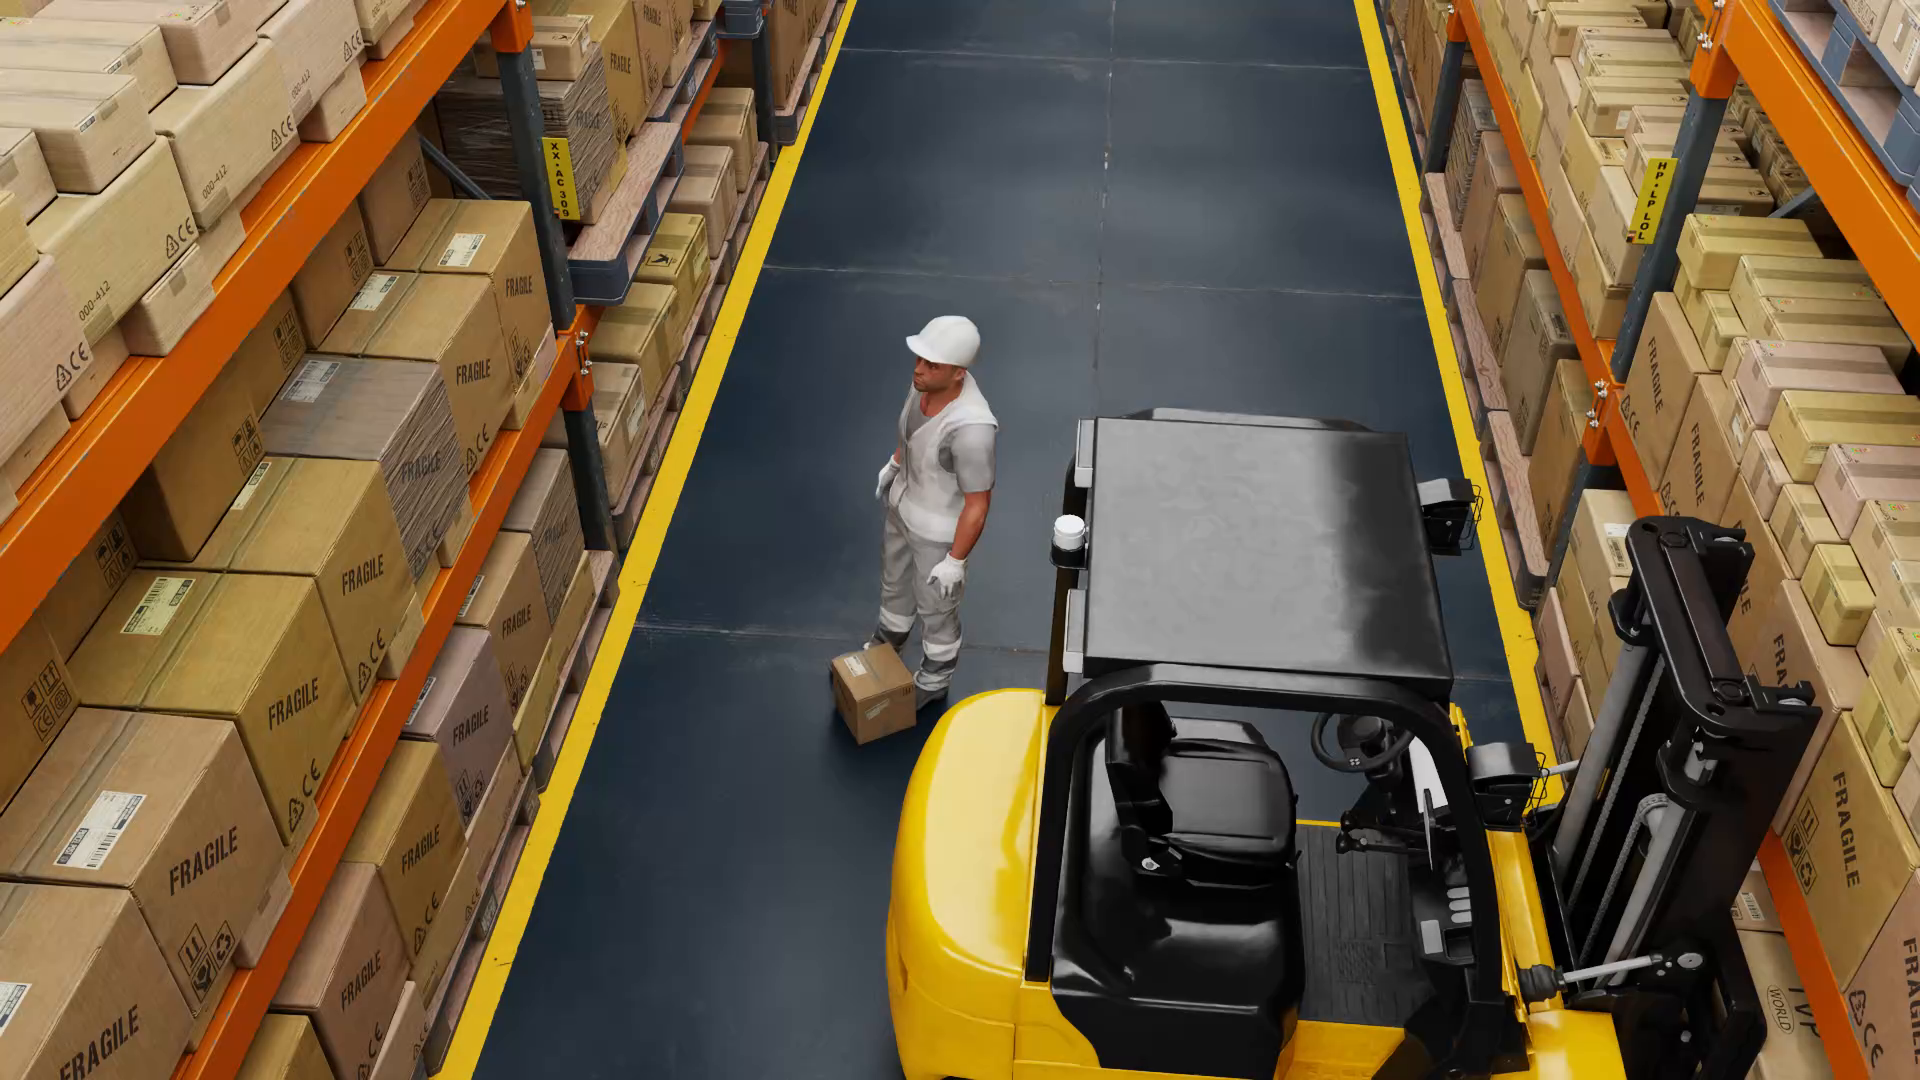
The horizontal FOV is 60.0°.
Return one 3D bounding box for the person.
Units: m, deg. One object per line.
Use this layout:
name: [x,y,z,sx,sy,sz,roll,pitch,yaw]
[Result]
person: [-0.179,-0.059,6.196,0.564,1.782,0.637,-16,42,-18]
